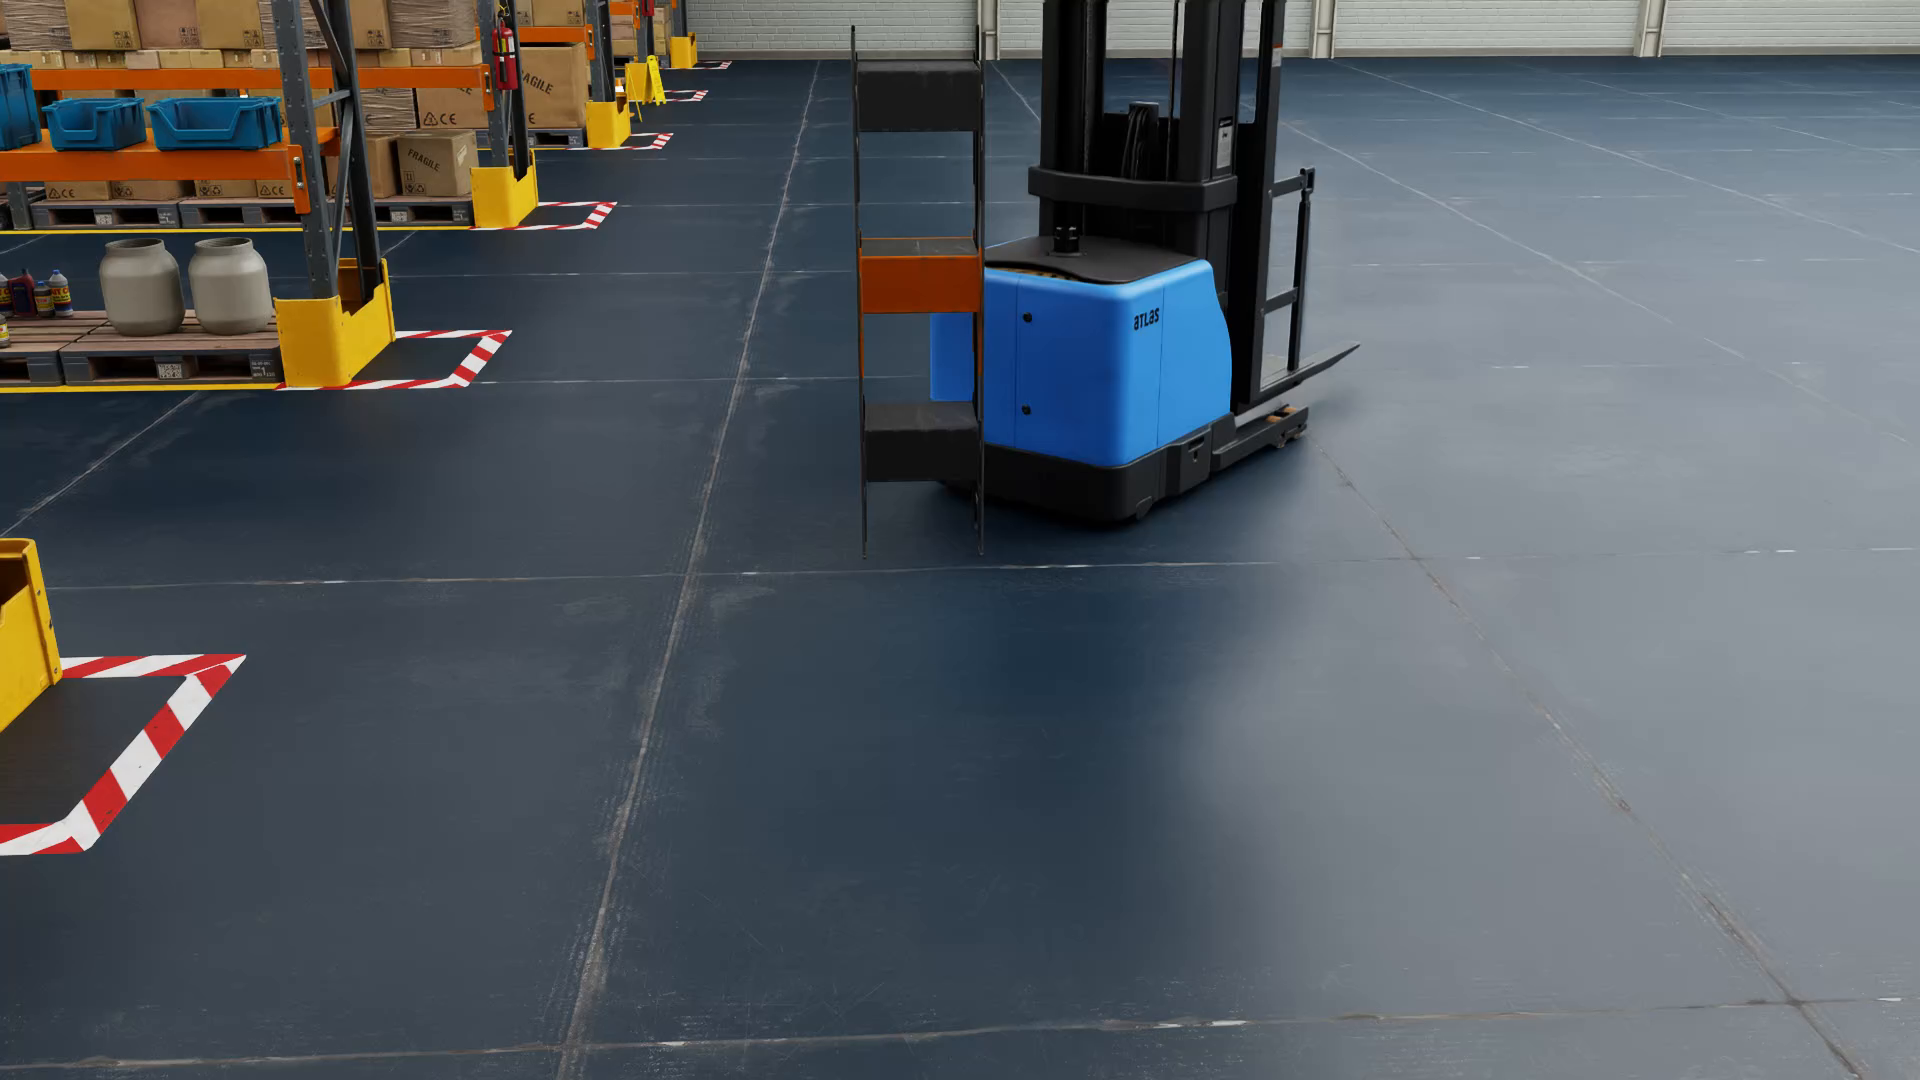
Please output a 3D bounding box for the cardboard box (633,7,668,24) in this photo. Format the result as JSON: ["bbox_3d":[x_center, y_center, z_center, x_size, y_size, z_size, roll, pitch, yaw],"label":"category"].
[{"bbox_3d":[-5.184,-8.790,27.862,0.500,0.250,0.500,0,21,-1],"label":"cardboard box"}]

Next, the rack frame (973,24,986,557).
[{"bbox_3d":[0.078,-0.983,6.752,0.015,2.100,0.400,-1,21,-3],"label":"rack frame"}]

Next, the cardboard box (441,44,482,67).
[{"bbox_3d":[-4.162,-4.052,13.901,0.250,0.149,0.380,-1,21,-3],"label":"cardboard box"}]

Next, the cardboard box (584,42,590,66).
[{"bbox_3d":[-5.240,-6.921,23.305,0.500,0.500,0.500,-1,21,-3],"label":"cardboard box"}]

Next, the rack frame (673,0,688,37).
[{"bbox_3d":[-4.742,-9.532,27.941,0.127,3.000,1.000,-1,21,-3],"label":"rack frame"}]

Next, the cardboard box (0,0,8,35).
[{"bbox_3d":[-8.684,-4.677,13.757,1.000,1.000,1.000,-1,21,-3],"label":"cardboard box"}]

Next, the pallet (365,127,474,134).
[{"bbox_3d":[-6.080,-4.641,19.015,1.213,0.211,1.003,-1,21,-3],"label":"pallet"}]

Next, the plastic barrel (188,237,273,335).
[{"bbox_3d":[-4.259,-1.482,9.704,0.421,0.512,0.421,0,21,0],"label":"plastic barrel"}]

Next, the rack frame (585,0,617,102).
[{"bbox_3d":[-4.072,-6.012,18.697,0.127,3.000,1.000,-1,21,-3],"label":"rack frame"}]

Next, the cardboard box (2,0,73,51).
[{"bbox_3d":[-7.430,-4.340,13.746,0.500,0.500,0.875,-1,21,-3],"label":"cardboard box"}]

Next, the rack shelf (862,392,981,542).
[{"bbox_3d":[-0.165,-0.311,6.992,0.480,0.518,0.431,-1,21,-3],"label":"rack shelf"}]

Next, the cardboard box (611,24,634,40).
[{"bbox_3d":[-5.712,-8.549,27.932,0.500,0.250,0.500,-1,21,-4],"label":"cardboard box"}]

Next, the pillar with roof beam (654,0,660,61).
[{"bbox_3d":[-5.243,-11.112,23.661,0.400,9.000,9.100,-1,21,-3],"label":"pillar with roof beam"}]

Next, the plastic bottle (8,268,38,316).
[{"bbox_3d":[-5.662,-1.501,10.047,0.133,0.283,0.061,-1,21,-2],"label":"plastic bottle"}]

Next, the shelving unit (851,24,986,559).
[{"bbox_3d":[-0.165,-0.978,6.739,0.503,2.100,0.431,-1,21,-3],"label":"shelving unit"}]

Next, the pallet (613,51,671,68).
[{"bbox_3d":[-5.503,-8.198,28.358,1.213,0.211,1.003,-1,21,-3],"label":"pallet"}]

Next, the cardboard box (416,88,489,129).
[{"bbox_3d":[-5.623,-5.160,18.854,0.875,0.875,0.875,-1,21,-4],"label":"cardboard box"}]

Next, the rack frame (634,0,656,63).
[{"bbox_3d":[-4.455,-7.769,23.310,0.127,3.000,1.000,-1,21,-3],"label":"rack frame"}]

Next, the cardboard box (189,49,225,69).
[{"bbox_3d":[-6.154,-3.982,13.718,0.250,0.149,0.380,-1,21,-3],"label":"cardboard box"}]

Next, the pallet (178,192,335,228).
[{"bbox_3d":[-5.993,-2.916,14.483,1.213,0.211,1.003,-1,21,-3],"label":"pallet"}]

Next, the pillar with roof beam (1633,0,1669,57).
[{"bbox_3d":[12.728,-11.478,24.621,0.400,9.000,9.100,-1,21,-3],"label":"pillar with roof beam"}]

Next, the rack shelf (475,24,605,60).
[{"bbox_3d":[-6.068,-5.636,18.718,4.000,0.370,1.077,-1,21,-3],"label":"rack shelf"}]

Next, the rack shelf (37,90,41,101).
[{"bbox_3d":[-9.880,-3.790,13.872,4.000,0.370,1.077,-1,21,-3],"label":"rack shelf"}]

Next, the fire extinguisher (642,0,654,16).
[{"bbox_3d":[-4.314,-7.571,22.900,0.183,0.674,0.296,-1,21,-3],"label":"fire extinguisher"}]

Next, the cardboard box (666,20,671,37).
[{"bbox_3d":[-5.223,-8.741,28.436,0.500,0.250,0.500,-1,21,-2],"label":"cardboard box"}]

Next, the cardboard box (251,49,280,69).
[{"bbox_3d":[-5.654,-3.984,13.723,0.250,0.149,0.380,-1,21,-3],"label":"cardboard box"}]

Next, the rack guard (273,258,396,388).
[{"bbox_3d":[-3.680,-1.302,9.839,0.348,0.500,1.175,-1,21,-3],"label":"rack guard"}]

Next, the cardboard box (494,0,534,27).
[{"bbox_3d":[-4.987,-6.040,18.559,0.550,0.550,0.875,-1,21,-3],"label":"cardboard box"}]

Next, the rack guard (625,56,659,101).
[{"bbox_3d":[-4.531,-6.599,23.751,0.348,0.500,1.175,-1,21,-3],"label":"rack guard"}]

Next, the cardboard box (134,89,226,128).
[{"bbox_3d":[-8.680,-5.031,18.692,0.750,0.750,1.050,-1,21,-3],"label":"cardboard box"}]

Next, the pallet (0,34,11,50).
[{"bbox_3d":[-8.654,-4.114,13.979,1.213,0.211,1.003,-1,21,-3],"label":"pallet"}]

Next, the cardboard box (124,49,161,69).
[{"bbox_3d":[-6.652,-3.961,13.663,0.250,0.149,0.380,-1,21,-3],"label":"cardboard box"}]

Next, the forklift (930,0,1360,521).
[{"bbox_3d":[1.118,-1.915,8.032,1.130,2.935,3.031,14,25,33],"label":"forklift"}]

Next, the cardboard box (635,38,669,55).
[{"bbox_3d":[-5.193,-8.321,28.036,0.500,0.250,0.500,-1,21,-3],"label":"cardboard box"}]

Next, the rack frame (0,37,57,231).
[{"bbox_3d":[-7.883,-4.167,13.850,0.127,3.000,1.000,-1,21,-3],"label":"rack frame"}]

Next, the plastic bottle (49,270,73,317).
[{"bbox_3d":[-5.434,-1.493,10.044,0.097,0.271,0.097,0,21,0],"label":"plastic bottle"}]

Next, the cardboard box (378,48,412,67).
[{"bbox_3d":[-4.658,-4.024,13.827,0.250,0.149,0.380,-1,21,-3],"label":"cardboard box"}]

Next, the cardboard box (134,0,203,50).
[{"bbox_3d":[-6.435,-4.384,13.860,0.500,0.500,0.875,-1,21,-3],"label":"cardboard box"}]

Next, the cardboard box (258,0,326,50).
[{"bbox_3d":[-5.434,-4.385,13.864,0.500,0.500,0.875,-1,21,-3],"label":"cardboard box"}]

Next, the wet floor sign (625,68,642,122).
[{"bbox_3d":[-4.156,-5.616,20.965,0.232,0.644,0.267,-5,21,-12],"label":"wet floor sign"}]

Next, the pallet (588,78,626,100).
[{"bbox_3d":[-5.344,-6.460,23.792,1.213,0.211,1.003,-1,21,-3],"label":"pallet"}]

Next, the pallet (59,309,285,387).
[{"bbox_3d":[-4.491,-1.153,9.852,1.213,0.211,1.003,-1,21,-3],"label":"pallet"}]

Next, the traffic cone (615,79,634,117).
[{"bbox_3d":[-4.408,-5.729,21.517,0.334,0.463,0.336,-1,21,-3],"label":"traffic cone"}]

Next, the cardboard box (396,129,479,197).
[{"bbox_3d":[-4.514,-3.270,14.416,0.500,0.500,0.500,3,21,7],"label":"cardboard box"}]

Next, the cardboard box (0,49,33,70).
[{"bbox_3d":[-7.651,-3.947,13.626,0.250,0.149,0.380,-1,21,-3],"label":"cardboard box"}]

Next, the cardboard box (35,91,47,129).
[{"bbox_3d":[-10.573,-4.994,18.594,0.750,0.750,1.050,-1,21,-2],"label":"cardboard box"}]

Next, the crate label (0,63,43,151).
[{"bbox_3d":[-5.429,-2.372,9.086,0.616,0.435,0.502,-1,21,-3],"label":"crate label"}]

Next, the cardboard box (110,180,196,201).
[{"bbox_3d":[-6.910,-3.203,14.242,0.500,0.500,0.500,5,22,14],"label":"cardboard box"}]

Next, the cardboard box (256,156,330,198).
[{"bbox_3d":[-5.735,-3.239,14.337,0.500,0.500,0.500,1,21,2],"label":"cardboard box"}]

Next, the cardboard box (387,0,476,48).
[{"bbox_3d":[-4.440,-4.433,13.989,0.500,0.500,0.875,-1,21,-3],"label":"cardboard box"}]

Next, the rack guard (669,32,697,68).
[{"bbox_3d":[-4.718,-8.364,28.387,0.348,0.500,1.175,-1,21,-3],"label":"rack guard"}]

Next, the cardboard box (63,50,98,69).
[{"bbox_3d":[-7.153,-3.963,13.666,0.250,0.149,0.380,-1,21,-3],"label":"cardboard box"}]

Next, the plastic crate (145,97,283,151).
[{"bbox_3d":[-4.089,-2.303,9.163,0.616,0.251,0.499,-1,21,-3],"label":"plastic crate"}]

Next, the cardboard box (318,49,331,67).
[{"bbox_3d":[-5.161,-4.034,13.853,0.250,0.149,0.380,-1,21,-3],"label":"cardboard box"}]

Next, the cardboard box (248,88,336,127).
[{"bbox_3d":[-7.433,-5.122,18.755,0.875,0.875,0.875,-1,21,-2],"label":"cardboard box"}]

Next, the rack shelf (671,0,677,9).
[{"bbox_3d":[-6.739,-9.155,27.963,4.000,0.370,1.077,-1,21,-3],"label":"rack shelf"}]
